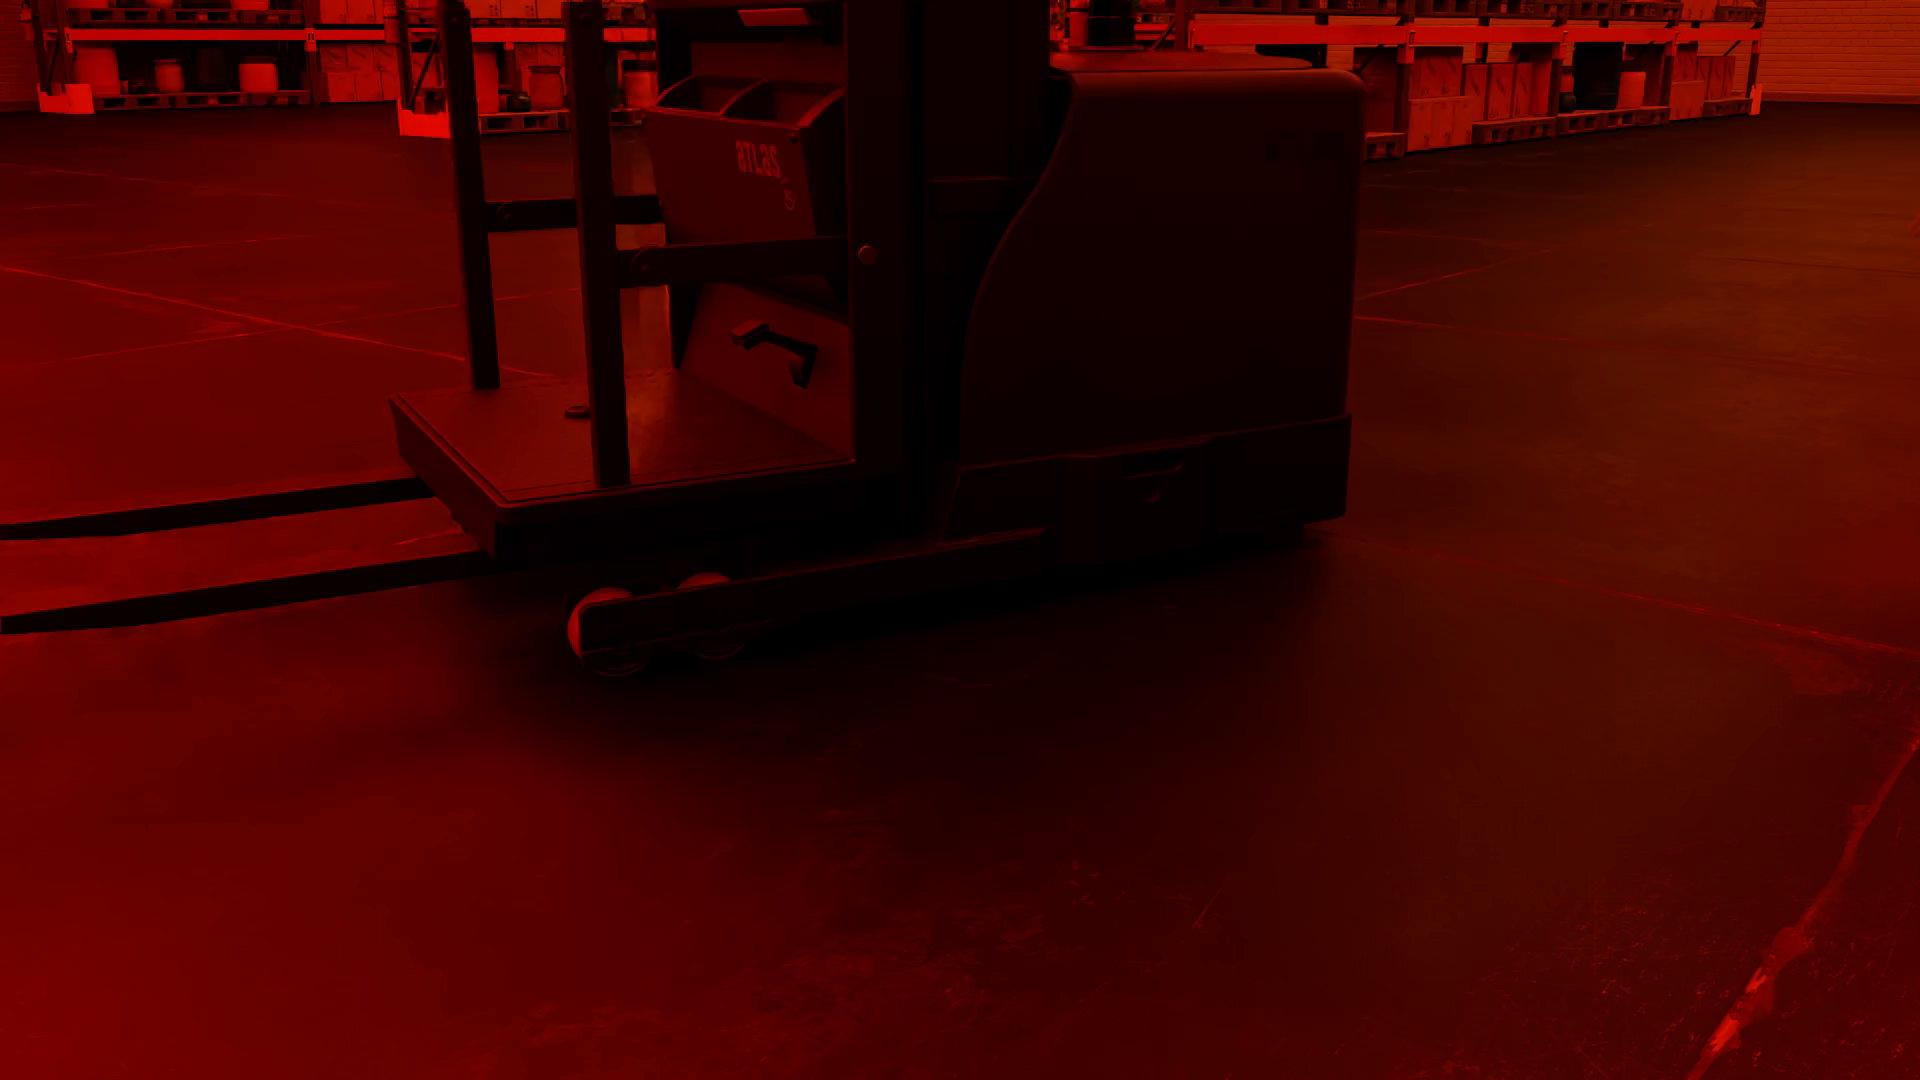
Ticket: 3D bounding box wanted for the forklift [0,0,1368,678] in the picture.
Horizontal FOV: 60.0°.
[{"bbox_3d":[-0.634,-1.320,3.246,3.031,2.935,1.130,-9,19,-27],"label":"forklift"}]
